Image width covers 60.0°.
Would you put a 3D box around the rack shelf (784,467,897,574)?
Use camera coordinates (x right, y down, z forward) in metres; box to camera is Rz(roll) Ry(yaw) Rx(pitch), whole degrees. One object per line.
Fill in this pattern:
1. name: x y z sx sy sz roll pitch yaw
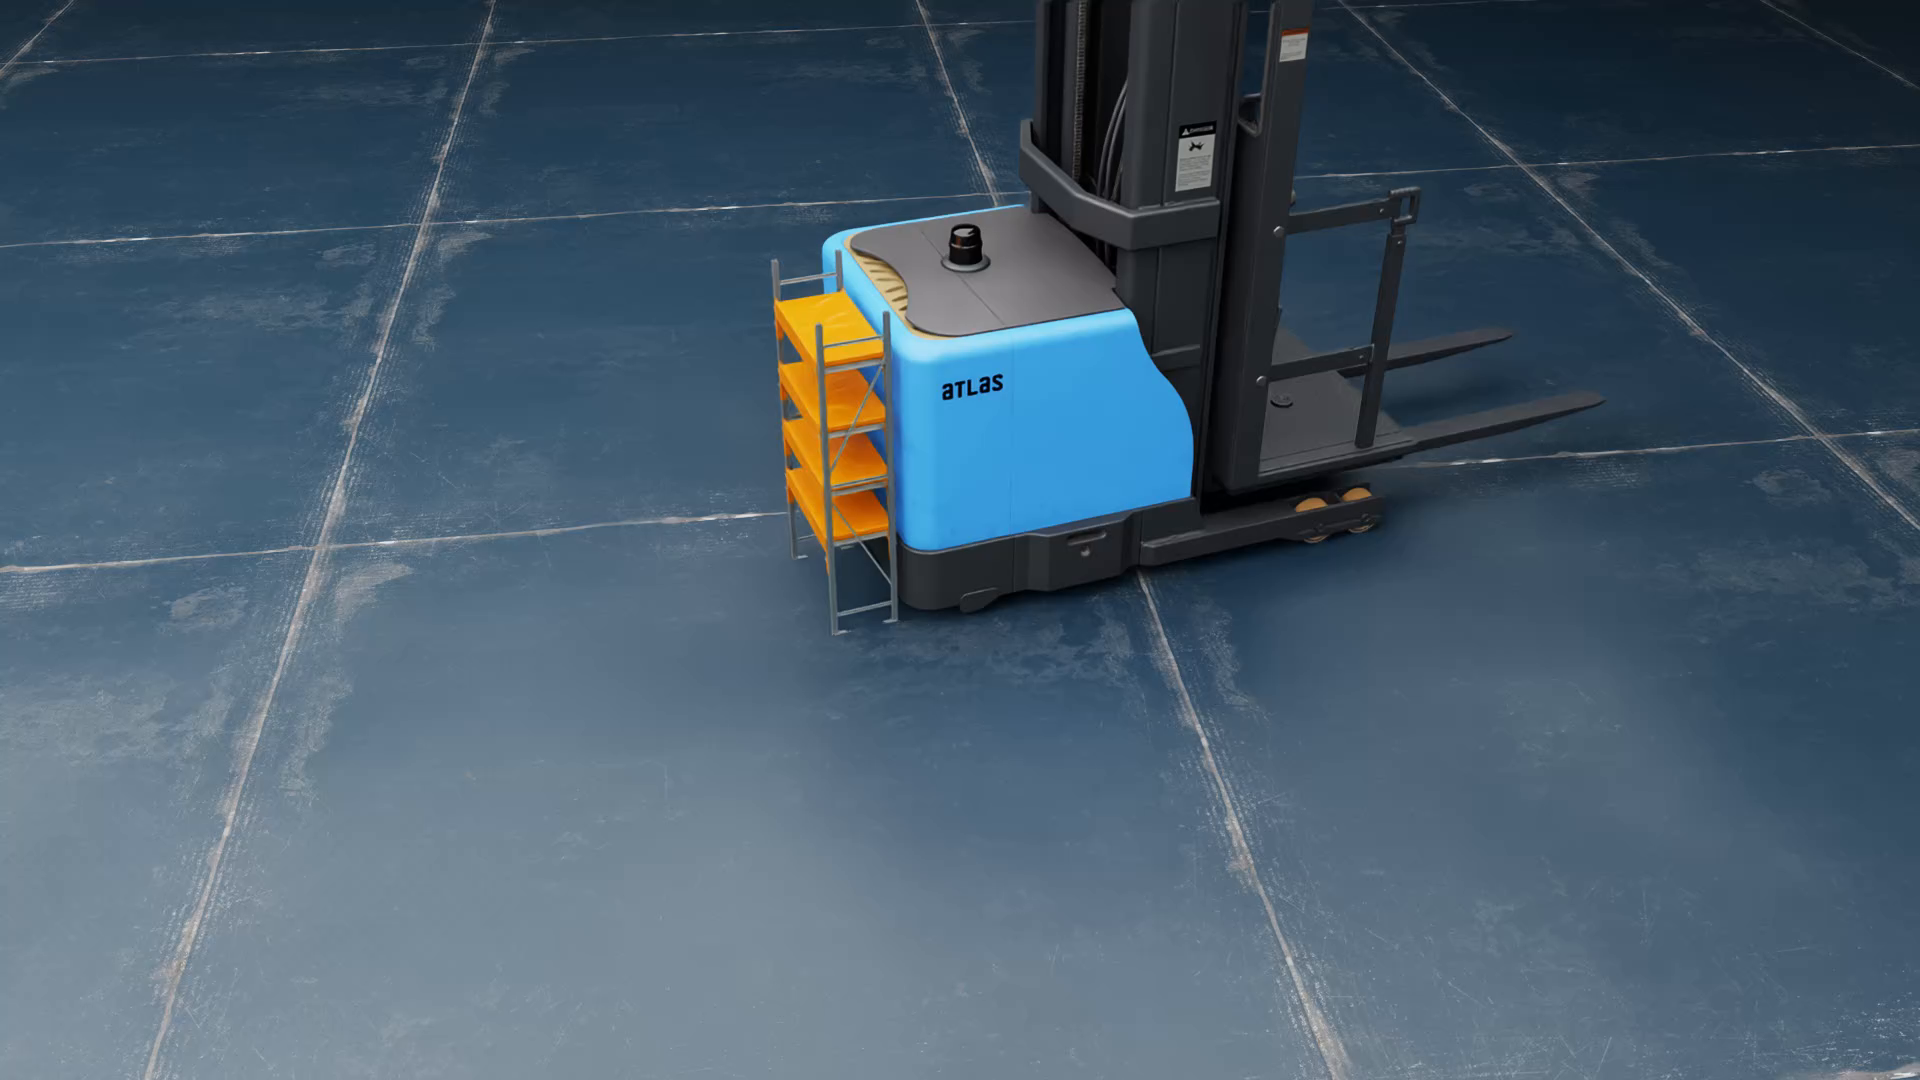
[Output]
1. rack shelf: -0.419 -0.098 5.800 0.258 0.148 0.480 -12 36 -17

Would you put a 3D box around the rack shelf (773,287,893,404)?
1. rack shelf: -0.419 -0.642 5.429 0.258 0.148 0.480 -12 36 -17

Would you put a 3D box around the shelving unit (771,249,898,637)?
1. shelving unit: -0.419 -0.317 5.650 0.258 1.200 0.503 -12 36 -17

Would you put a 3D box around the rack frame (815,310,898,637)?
1. rack frame: -0.331 -0.189 5.462 0.240 1.200 0.015 -12 36 -17

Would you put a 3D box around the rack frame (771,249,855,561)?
1. rack frame: -0.507 -0.446 5.838 0.240 1.200 0.015 -12 36 -17

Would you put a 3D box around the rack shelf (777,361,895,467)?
1. rack shelf: -0.419 -0.447 5.562 0.258 0.148 0.480 -12 36 -17

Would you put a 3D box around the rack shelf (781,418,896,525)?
1. rack shelf: -0.419 -0.262 5.688 0.258 0.148 0.480 -12 36 -17

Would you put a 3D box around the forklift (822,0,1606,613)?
1. forklift: 1.063 -1.467 5.800 3.031 2.935 1.130 -12 36 -17
